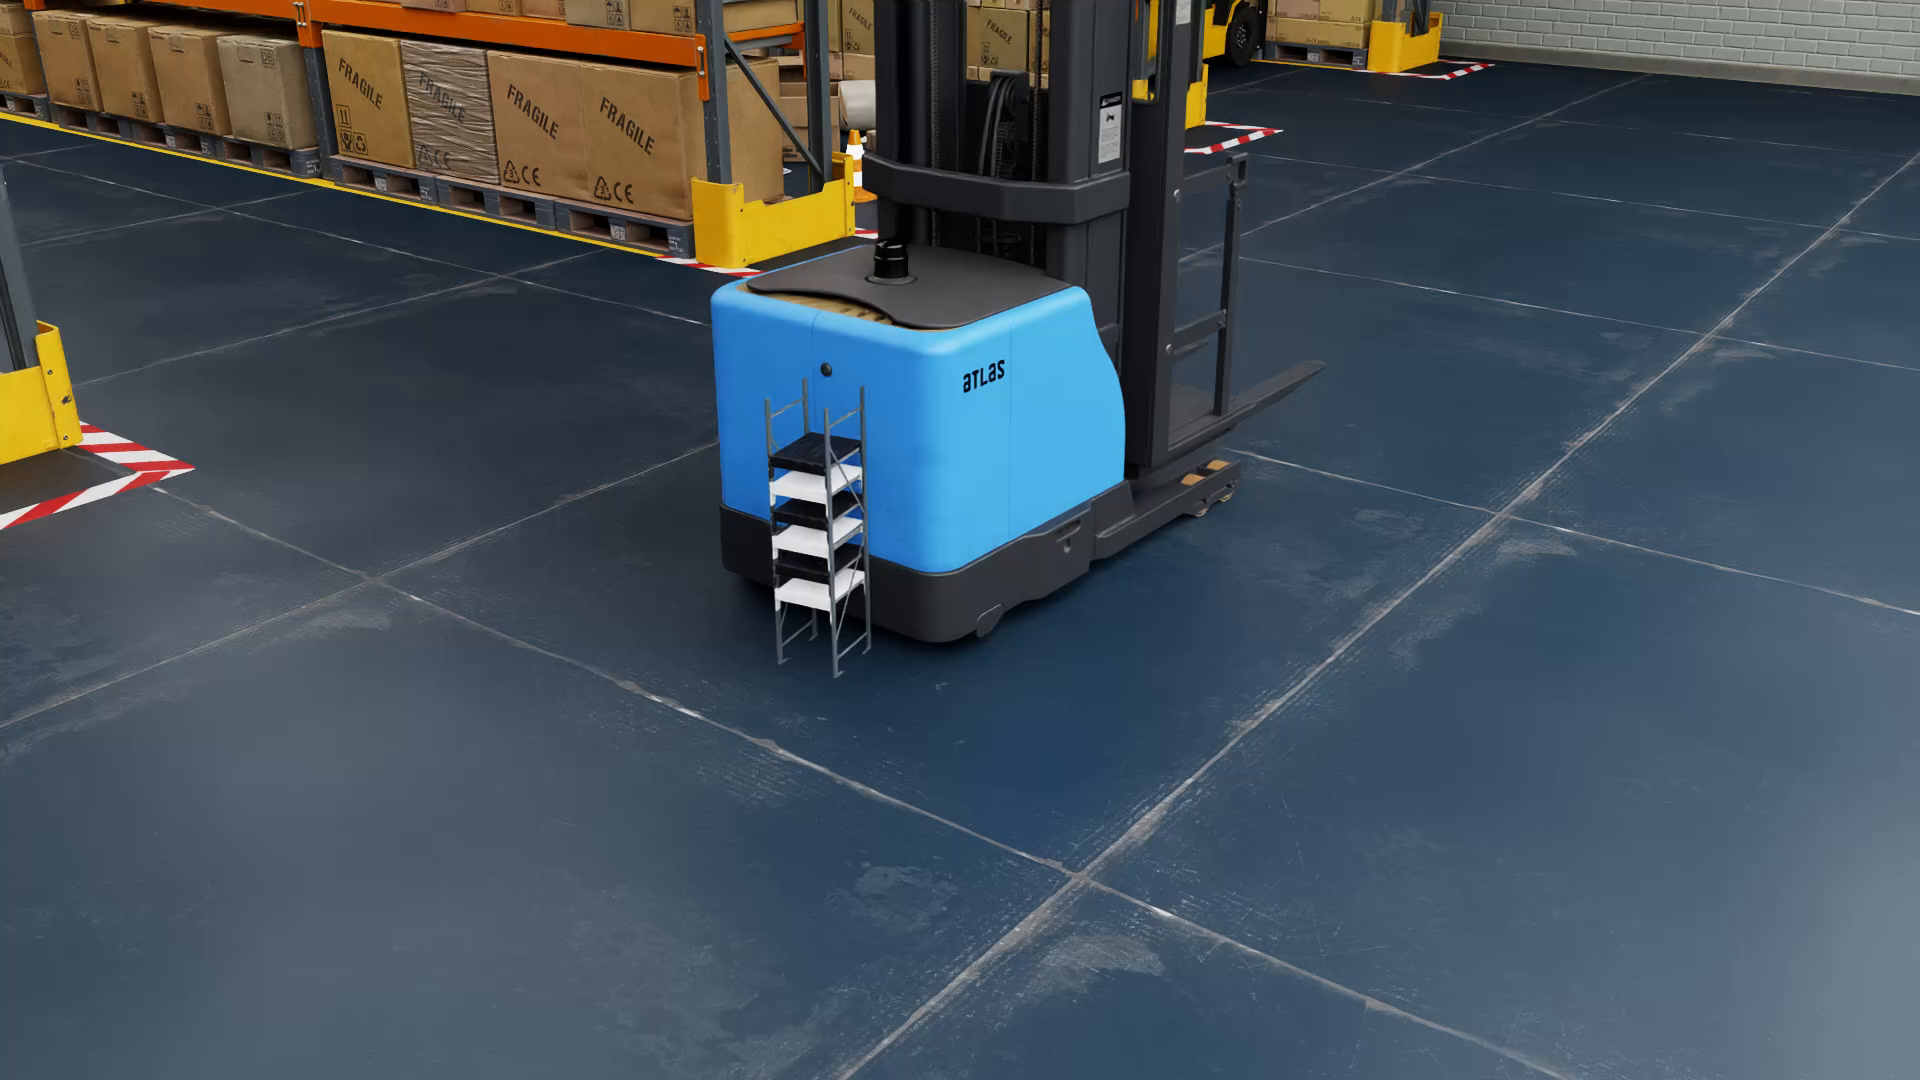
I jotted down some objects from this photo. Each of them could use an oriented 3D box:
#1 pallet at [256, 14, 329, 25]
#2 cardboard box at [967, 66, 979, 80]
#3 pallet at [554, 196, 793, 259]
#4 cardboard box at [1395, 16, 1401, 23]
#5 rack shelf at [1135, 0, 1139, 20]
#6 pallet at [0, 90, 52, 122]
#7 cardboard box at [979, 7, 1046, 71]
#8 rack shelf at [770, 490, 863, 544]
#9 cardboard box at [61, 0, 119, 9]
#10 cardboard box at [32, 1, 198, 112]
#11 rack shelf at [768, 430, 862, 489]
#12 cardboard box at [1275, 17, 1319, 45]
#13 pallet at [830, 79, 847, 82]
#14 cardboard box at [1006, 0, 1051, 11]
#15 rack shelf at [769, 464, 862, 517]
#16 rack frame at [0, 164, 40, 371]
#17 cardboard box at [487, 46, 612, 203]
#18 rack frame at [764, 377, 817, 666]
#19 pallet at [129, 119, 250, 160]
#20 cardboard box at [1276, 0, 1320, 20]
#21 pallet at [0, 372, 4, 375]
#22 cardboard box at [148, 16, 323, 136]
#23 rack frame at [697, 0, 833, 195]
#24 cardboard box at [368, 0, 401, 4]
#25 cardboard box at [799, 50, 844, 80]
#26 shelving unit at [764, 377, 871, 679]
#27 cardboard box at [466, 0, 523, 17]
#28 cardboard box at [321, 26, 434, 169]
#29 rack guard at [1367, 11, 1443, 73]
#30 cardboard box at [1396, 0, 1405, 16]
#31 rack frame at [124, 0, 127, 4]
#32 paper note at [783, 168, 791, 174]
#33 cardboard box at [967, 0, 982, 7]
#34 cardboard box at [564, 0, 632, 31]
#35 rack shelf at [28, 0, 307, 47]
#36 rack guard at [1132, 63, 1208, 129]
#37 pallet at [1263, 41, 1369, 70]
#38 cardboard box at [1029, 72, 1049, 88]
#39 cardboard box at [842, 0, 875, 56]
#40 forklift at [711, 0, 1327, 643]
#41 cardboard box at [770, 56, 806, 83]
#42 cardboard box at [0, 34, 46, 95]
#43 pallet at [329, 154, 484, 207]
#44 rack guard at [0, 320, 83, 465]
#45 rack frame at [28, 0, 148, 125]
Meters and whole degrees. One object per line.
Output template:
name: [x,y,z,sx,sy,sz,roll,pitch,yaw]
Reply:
pallet: [-8.434,-6.671,21.129,1.213,0.211,1.003,17,29,33]
cardboard box: [0.090,-4.131,14.796,0.500,0.250,0.500,16,28,31]
pallet: [-1.845,-2.107,10.770,1.213,0.211,1.003,17,29,33]
cardboard box: [4.428,-5.554,18.025,0.500,0.250,0.500,17,29,34]
rack shelf: [0.130,-4.991,14.749,4.000,0.370,1.077,17,29,33]
pallet: [-8.184,-4.063,15.209,1.213,0.211,1.003,17,29,33]
cardboard box: [0.513,-4.348,14.357,0.500,0.500,0.500,18,30,35]
rack shelf: [-0.438,-0.086,5.187,0.200,0.077,0.258,11,26,23]
cardboard box: [-7.966,-4.786,15.040,0.500,0.250,0.500,15,28,31]
cardboard box: [-7.126,-4.136,14.185,0.750,0.750,1.050,16,29,33]
rack shelf: [-0.438,-0.250,5.115,0.200,0.077,0.258,11,26,23]
cardboard box: [3.746,-5.507,17.919,0.500,0.250,0.500,17,29,33]
pallet: [-0.912,-4.376,15.921,1.213,0.211,1.003,17,29,33]
cardboard box: [0.599,-4.587,14.095,0.250,0.149,0.380,18,29,35]
rack shelf: [-0.438,-0.168,5.151,0.200,0.077,0.258,11,26,23]
rack frame: [-4.213,-1.639,6.249,0.127,3.000,1.000,17,29,33]
cardboard box: [-2.445,-2.789,10.975,0.875,0.875,0.875,16,29,32]
rack frame: [-0.530,-0.052,5.251,0.006,0.900,0.240,11,26,23]
pallet: [-6.002,-3.363,13.621,1.213,0.211,1.003,17,29,33]
cardboard box: [3.732,-5.743,17.833,0.500,0.250,0.500,16,29,33]
pallet: [-4.903,-0.589,7.325,1.213,0.211,1.003,17,29,33]
cardboard box: [-5.679,-3.700,13.197,0.750,0.750,1.050,17,29,33]
rack frame: [-1.158,-3.215,9.826,0.127,3.000,1.000,17,29,33]
cardboard box: [-3.603,-4.040,11.512,0.550,0.550,0.875,17,29,33]
cardboard box: [-1.161,-4.508,15.650,0.500,0.250,0.500,15,28,31]
shelving unit: [-0.438,-0.034,5.210,0.210,0.900,0.258,11,26,23]
cardboard box: [-2.757,-3.775,10.912,0.500,0.550,0.875,17,29,33]
cardboard box: [-3.897,-3.227,11.969,0.875,0.875,0.875,17,29,34]
rack guard: [4.723,-5.289,17.634,0.348,0.500,1.175,17,29,33]
cardboard box: [4.452,-5.782,17.922,0.500,0.250,0.500,17,29,34]
rack frame: [-11.073,-8.705,22.287,0.127,3.000,1.000,17,29,33]
paper note: [-1.361,-2.772,12.506,0.144,0.017,0.142,-15,28,-30]
cardboard box: [0.189,-4.713,14.381,0.250,0.149,0.380,18,30,35]
cardboard box: [-1.935,-3.484,10.252,0.550,0.550,0.875,17,29,33]
rack shelf: [-5.959,-4.336,13.264,4.000,0.370,1.077,17,29,33]
rack guard: [1.669,-3.711,14.052,0.348,0.500,1.175,17,29,33]
pallet: [4.067,-5.334,18.094,1.213,0.211,1.003,17,29,33]
cardboard box: [0.903,-3.885,14.236,0.500,0.250,0.500,17,29,33]
cardboard box: [-0.725,-4.725,15.213,0.500,0.500,0.500,18,30,35]
forklift: [0.463,-1.540,6.110,1.130,2.935,3.031,17,29,34]
cardboard box: [-1.429,-3.963,14.620,0.500,0.500,0.500,-5,24,-12]
cardboard box: [-8.243,-4.272,14.806,0.500,0.500,0.500,17,29,33]
pallet: [-3.797,-2.697,12.109,1.213,0.211,1.003,17,29,33]
rack guard: [-4.274,-0.513,6.795,0.348,0.500,1.175,17,29,33]
rack frame: [-7.559,-5.149,14.217,0.127,3.000,1.000,17,29,33]
